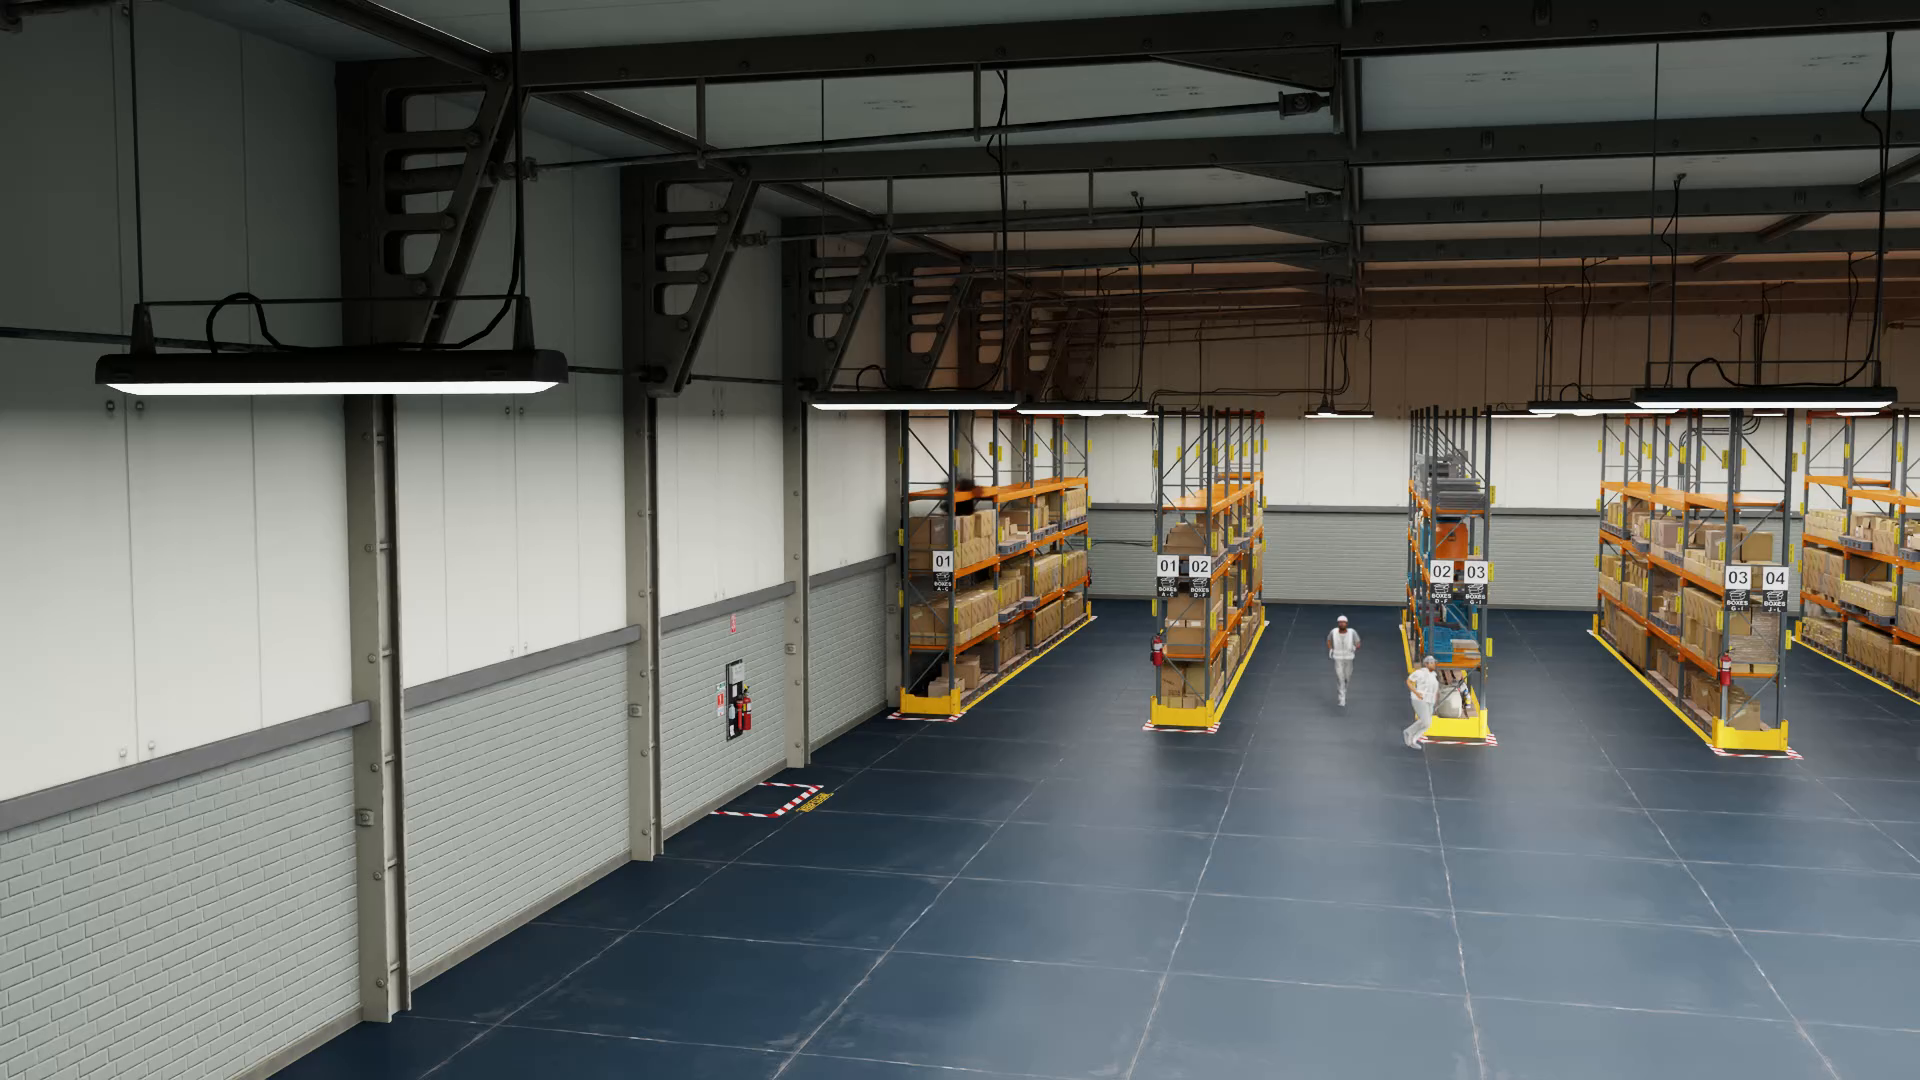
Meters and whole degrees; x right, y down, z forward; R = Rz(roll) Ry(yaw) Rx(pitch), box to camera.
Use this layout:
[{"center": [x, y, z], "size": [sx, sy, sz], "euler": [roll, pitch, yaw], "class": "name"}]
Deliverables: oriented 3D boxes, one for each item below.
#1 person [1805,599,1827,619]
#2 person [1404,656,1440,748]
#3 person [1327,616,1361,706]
[{"center": [23.094, 1.671, 44.770], "size": [0.575, 1.679, 0.648], "euler": [-1, 4, -19], "class": "person"}, {"center": [8.134, 2.834, 29.097], "size": [0.617, 1.616, 0.507], "euler": [-3, 5, -36], "class": "person"}, {"center": [7.773, 2.420, 33.672], "size": [0.669, 1.789, 0.901], "euler": [1, 4, 9], "class": "person"}]
